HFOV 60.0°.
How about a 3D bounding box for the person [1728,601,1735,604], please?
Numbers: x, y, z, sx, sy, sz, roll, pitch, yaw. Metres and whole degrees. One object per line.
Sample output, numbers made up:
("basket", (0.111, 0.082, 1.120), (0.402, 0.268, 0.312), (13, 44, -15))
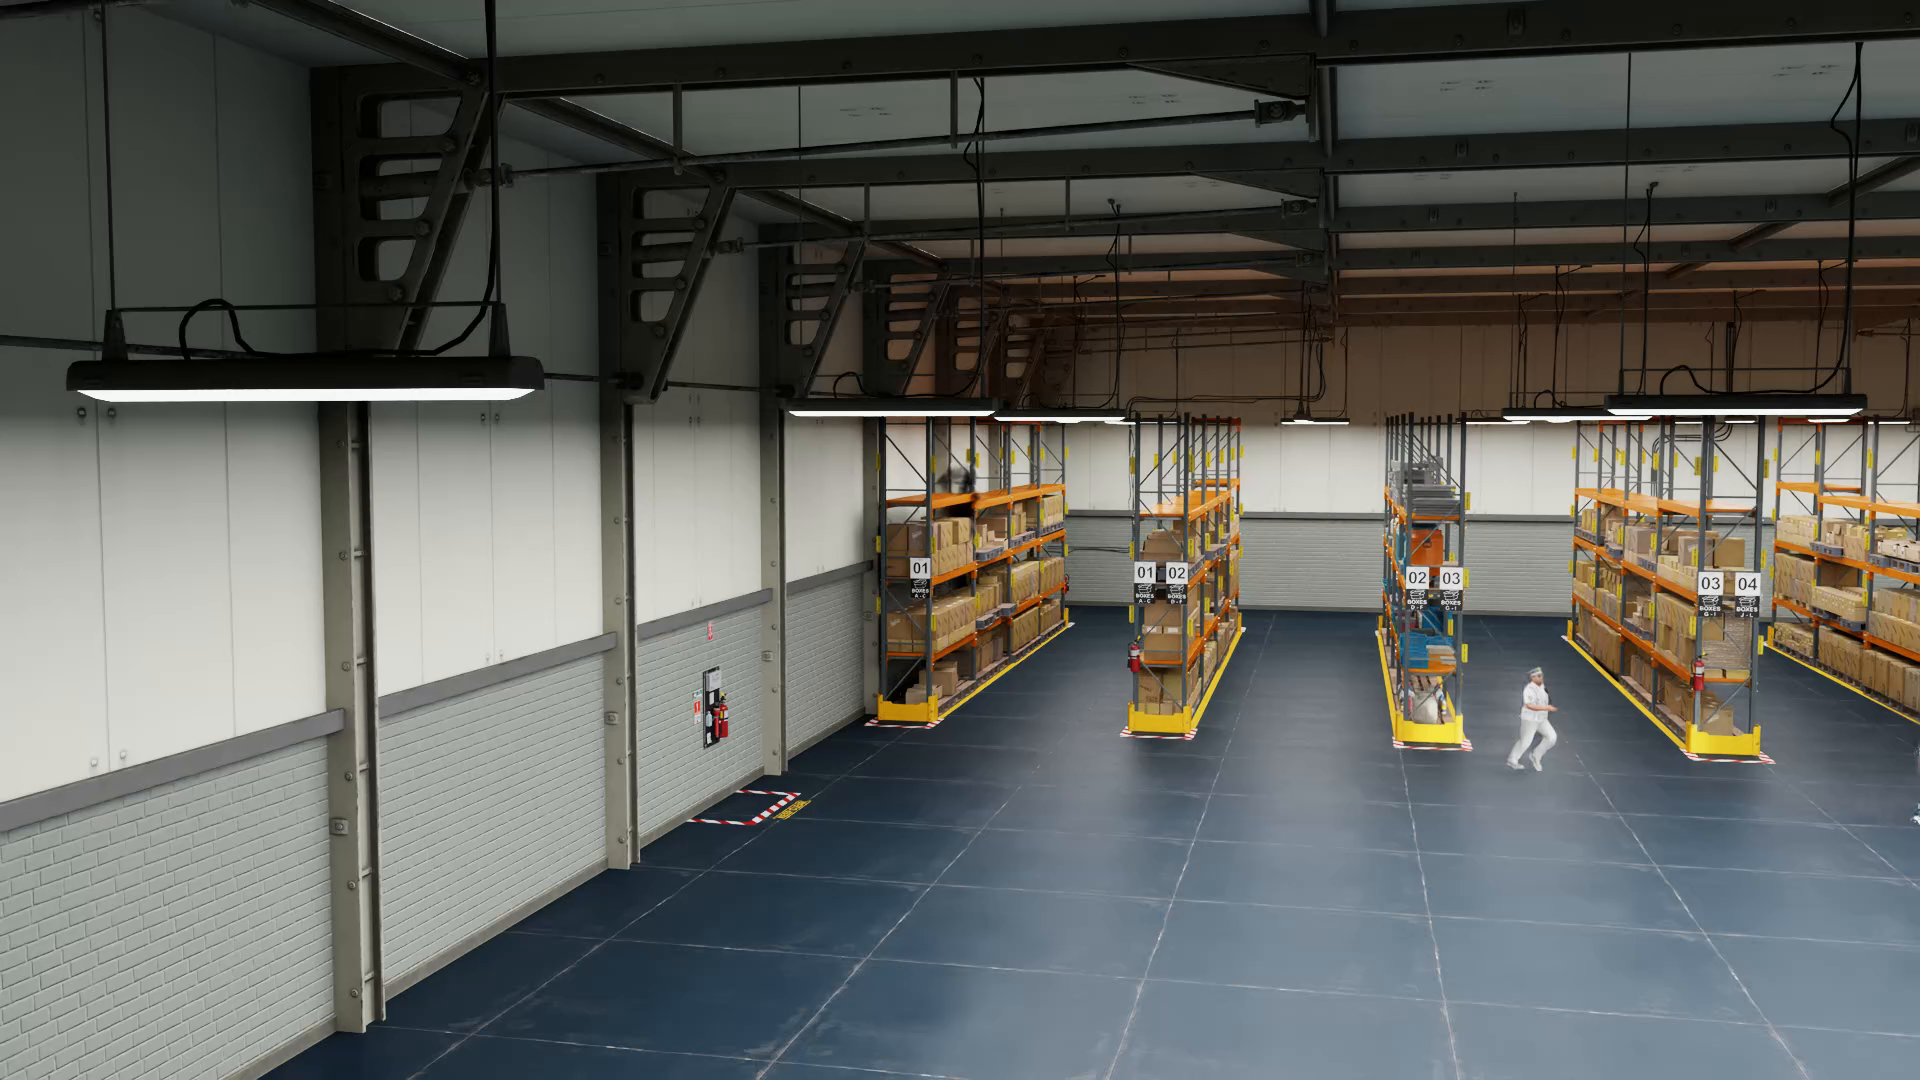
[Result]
("person", (20.310, 1.931, 44.418), (0.854, 1.595, 0.683), (-3, 5, -42))

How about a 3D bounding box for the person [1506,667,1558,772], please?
("person", (9.545, 2.971, 27.583), (0.677, 1.769, 0.866), (-3, 5, -39))

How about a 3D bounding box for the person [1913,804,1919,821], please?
("person", (14.043, 3.314, 23.742), (0.731, 1.578, 0.500), (3, 5, 36))
